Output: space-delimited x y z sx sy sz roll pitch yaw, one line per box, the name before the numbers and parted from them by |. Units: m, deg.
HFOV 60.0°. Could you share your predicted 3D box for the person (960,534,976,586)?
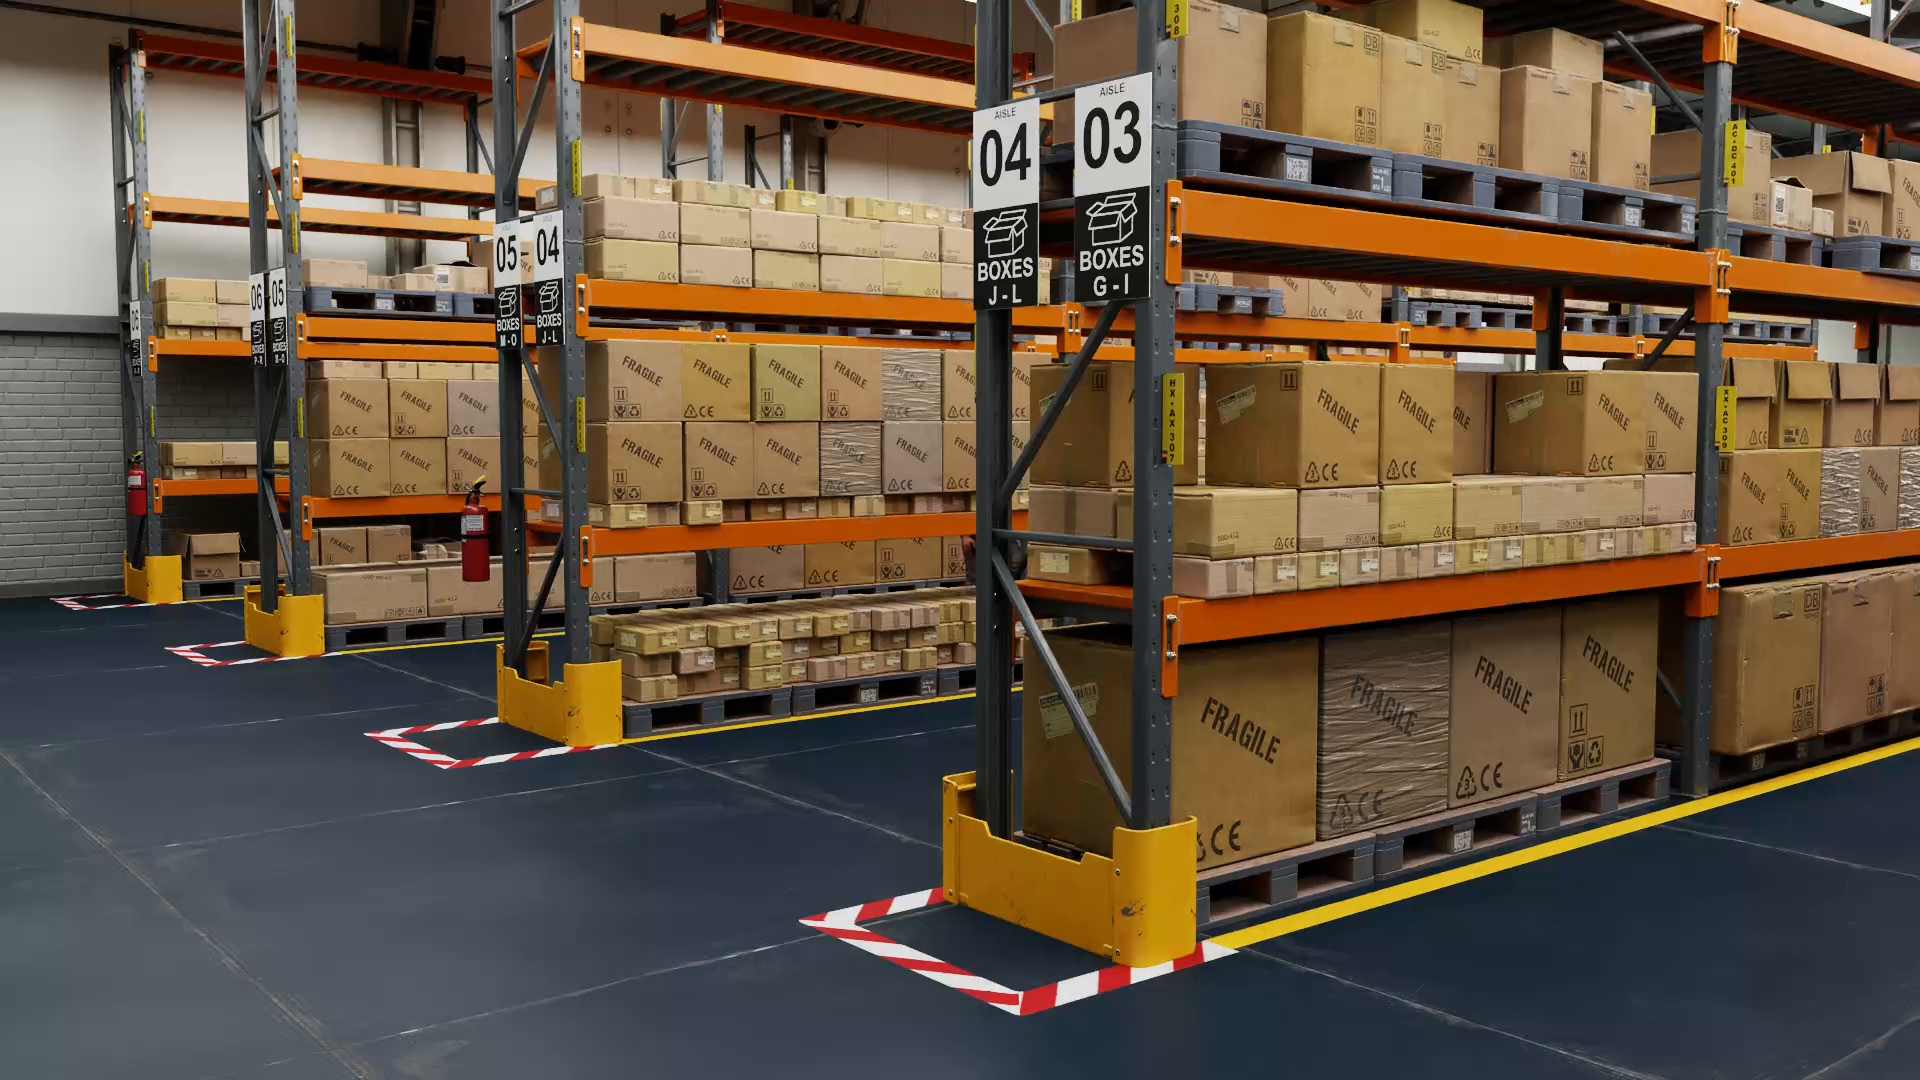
person | 0.219 -0.006 15.226 0.582 1.721 0.412 -3 5 -39
